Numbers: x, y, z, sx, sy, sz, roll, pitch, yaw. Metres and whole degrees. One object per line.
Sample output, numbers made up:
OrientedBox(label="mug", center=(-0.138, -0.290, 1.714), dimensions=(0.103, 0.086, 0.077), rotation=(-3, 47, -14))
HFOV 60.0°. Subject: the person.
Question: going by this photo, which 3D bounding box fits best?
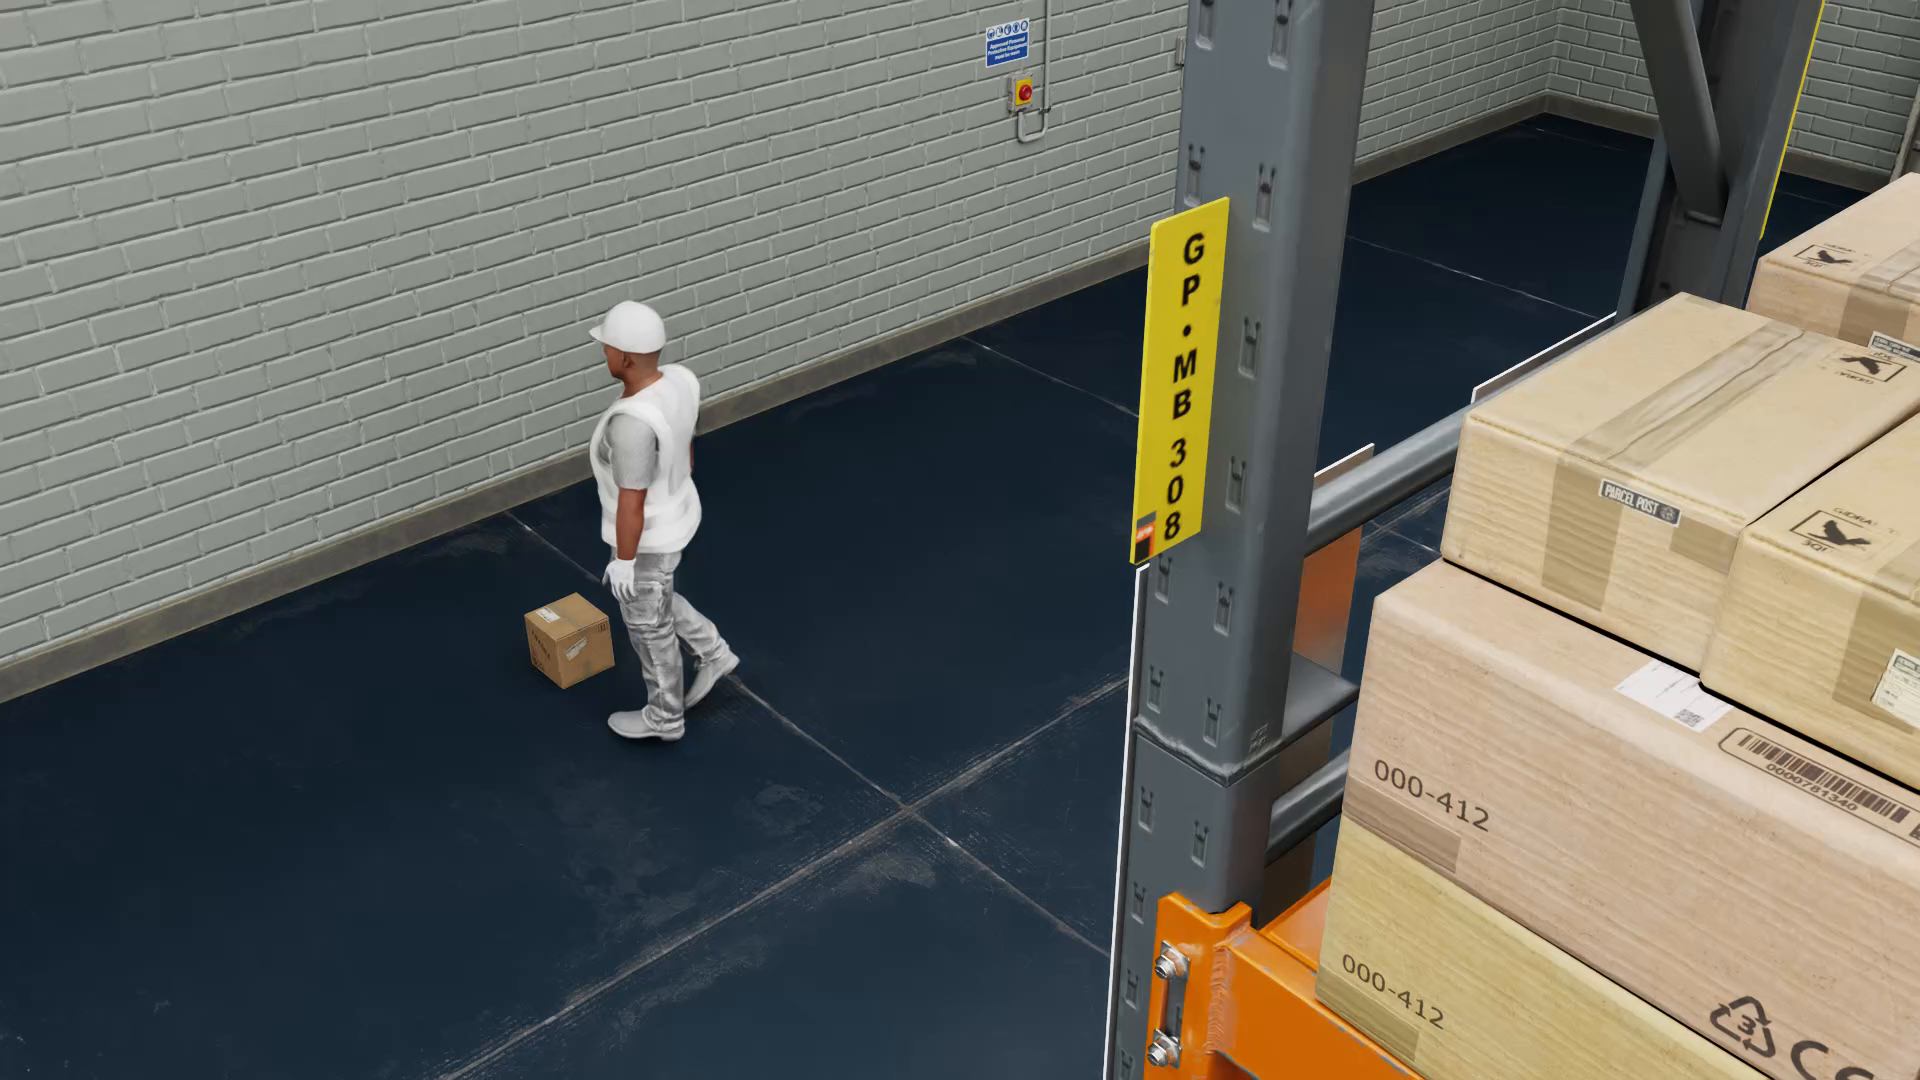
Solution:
OrientedBox(label="person", center=(-1.139, -0.032, 6.149), dimensions=(0.483, 1.786, 0.577), rotation=(4, 32, 7))
